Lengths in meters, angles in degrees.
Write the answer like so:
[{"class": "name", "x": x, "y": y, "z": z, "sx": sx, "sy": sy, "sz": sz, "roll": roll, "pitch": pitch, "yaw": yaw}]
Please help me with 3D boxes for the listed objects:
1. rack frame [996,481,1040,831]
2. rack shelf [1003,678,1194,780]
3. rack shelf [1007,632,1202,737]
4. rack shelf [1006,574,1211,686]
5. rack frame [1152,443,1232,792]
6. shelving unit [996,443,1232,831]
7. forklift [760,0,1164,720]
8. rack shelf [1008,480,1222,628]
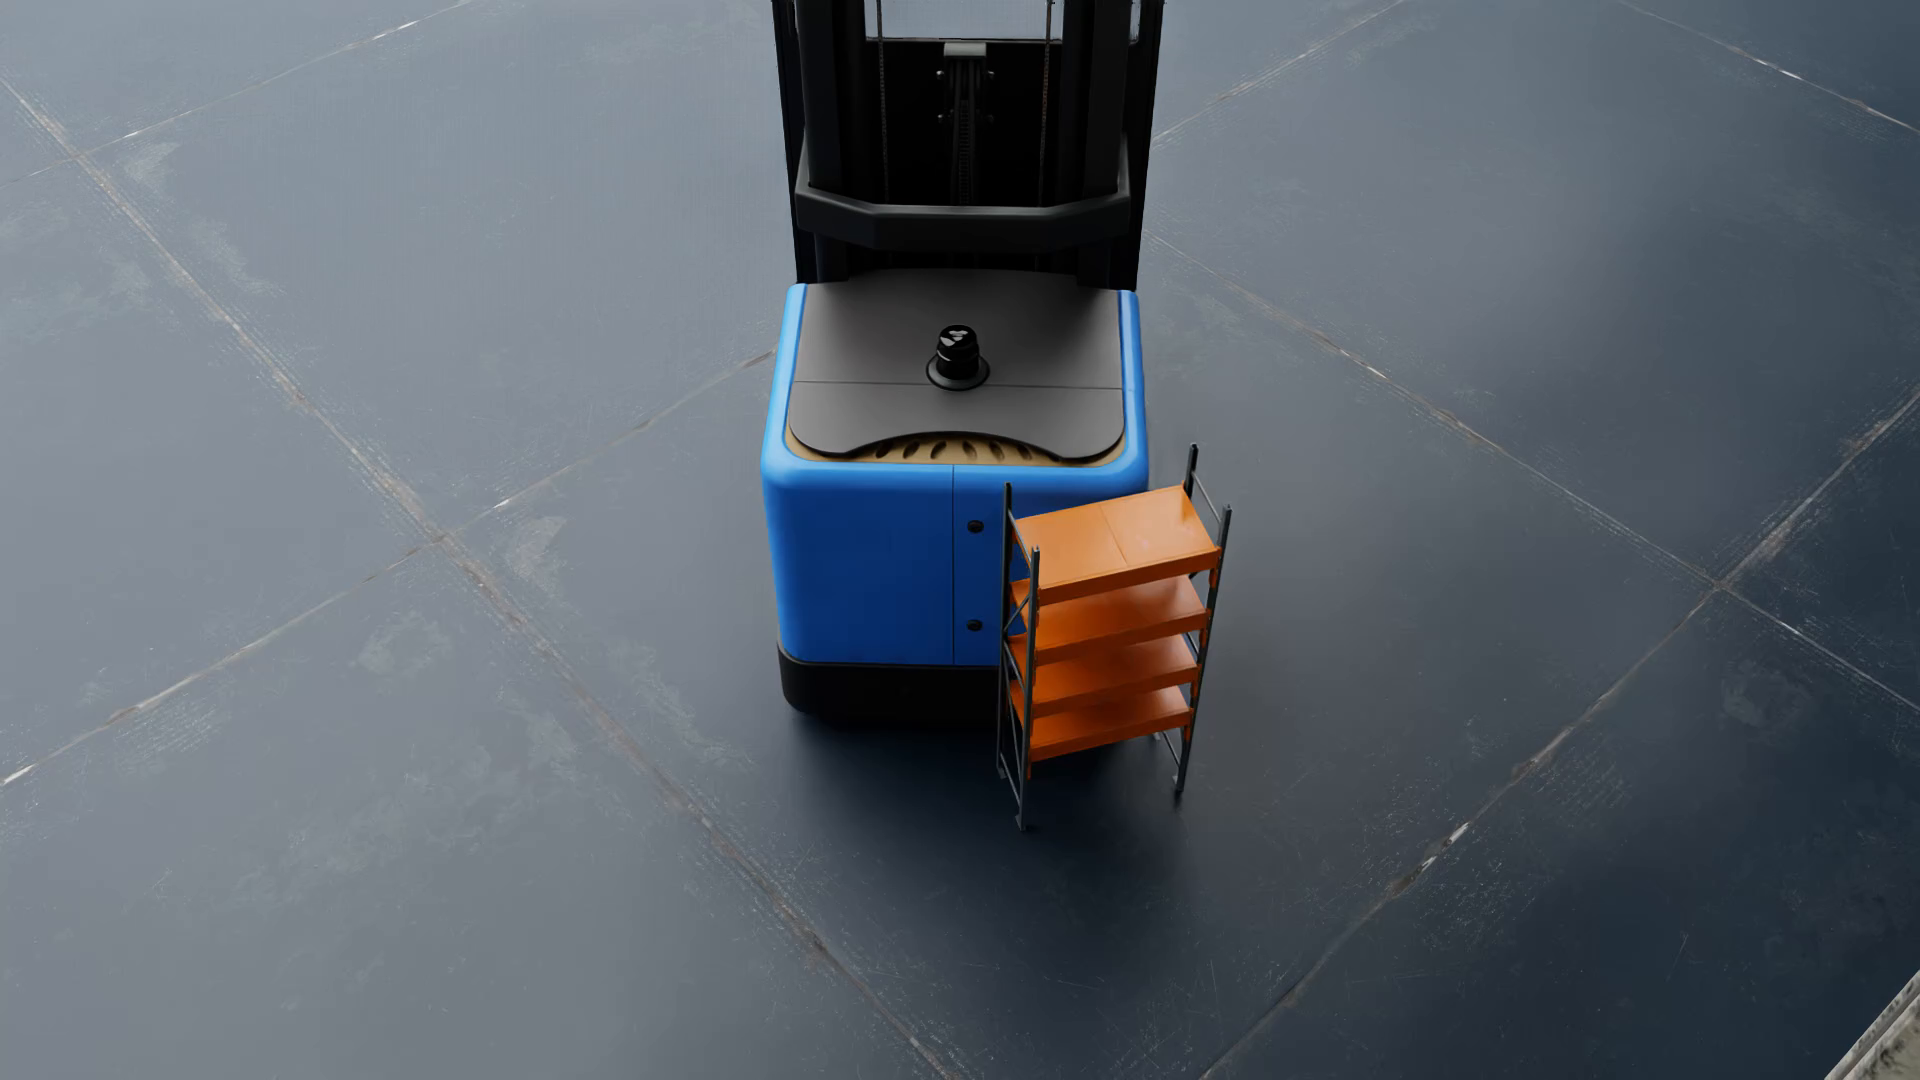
[{"class": "rack frame", "x": 0.149, "y": 0.349, "z": 4.441, "sx": 0.015, "sy": 1.200, "sz": 0.240, "roll": -12, "pitch": 48, "yaw": -11}, {"class": "rack shelf", "x": 0.383, "y": 0.479, "z": 4.682, "sx": 0.480, "sy": 0.148, "sz": 0.258, "roll": -12, "pitch": 48, "yaw": -11}, {"class": "rack shelf", "x": 0.383, "y": 0.344, "z": 4.536, "sx": 0.480, "sy": 0.148, "sz": 0.258, "roll": -12, "pitch": 48, "yaw": -11}, {"class": "rack shelf", "x": 0.383, "y": 0.193, "z": 4.372, "sx": 0.480, "sy": 0.148, "sz": 0.258, "roll": -12, "pitch": 48, "yaw": -11}, {"class": "rack frame", "x": 0.617, "y": 0.249, "z": 4.533, "sx": 0.015, "sy": 1.200, "sz": 0.240, "roll": -12, "pitch": 48, "yaw": -11}, {"class": "shelving unit", "x": 0.383, "y": 0.299, "z": 4.487, "sx": 0.503, "sy": 1.200, "sz": 0.258, "roll": -12, "pitch": 48, "yaw": -11}, {"class": "forklift", "x": 0.029, "y": -1.523, "z": 4.990, "sx": 1.130, "sy": 2.935, "sz": 3.031, "roll": 1, "pitch": 47, "yaw": 1}, {"class": "rack shelf", "x": 0.383, "y": 0.032, "z": 4.198, "sx": 0.480, "sy": 0.148, "sz": 0.258, "roll": -12, "pitch": 48, "yaw": -11}]
